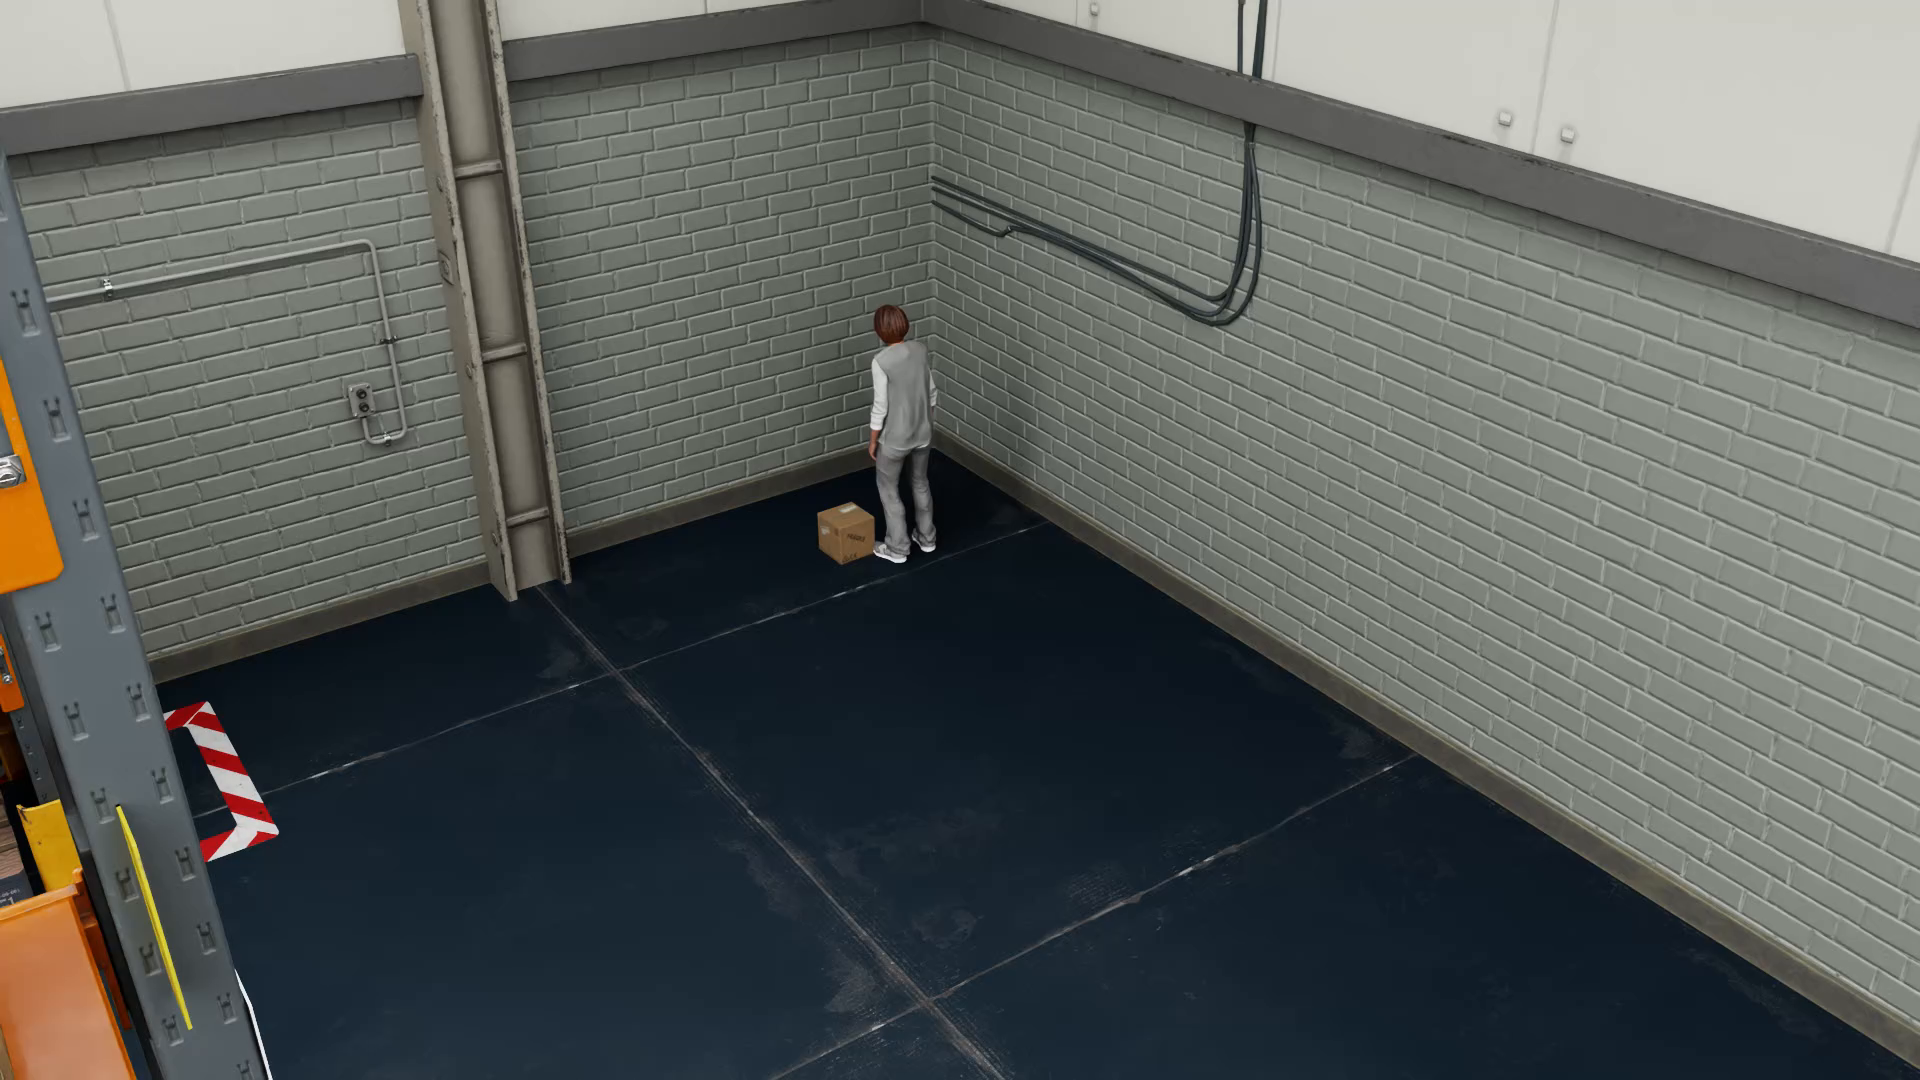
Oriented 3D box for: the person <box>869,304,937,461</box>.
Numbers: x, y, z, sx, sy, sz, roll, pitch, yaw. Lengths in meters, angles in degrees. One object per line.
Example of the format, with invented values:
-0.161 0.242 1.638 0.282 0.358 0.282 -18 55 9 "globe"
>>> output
-0.348 -0.909 9.579 0.458 0.914 0.330 -21 35 -33 "person"
